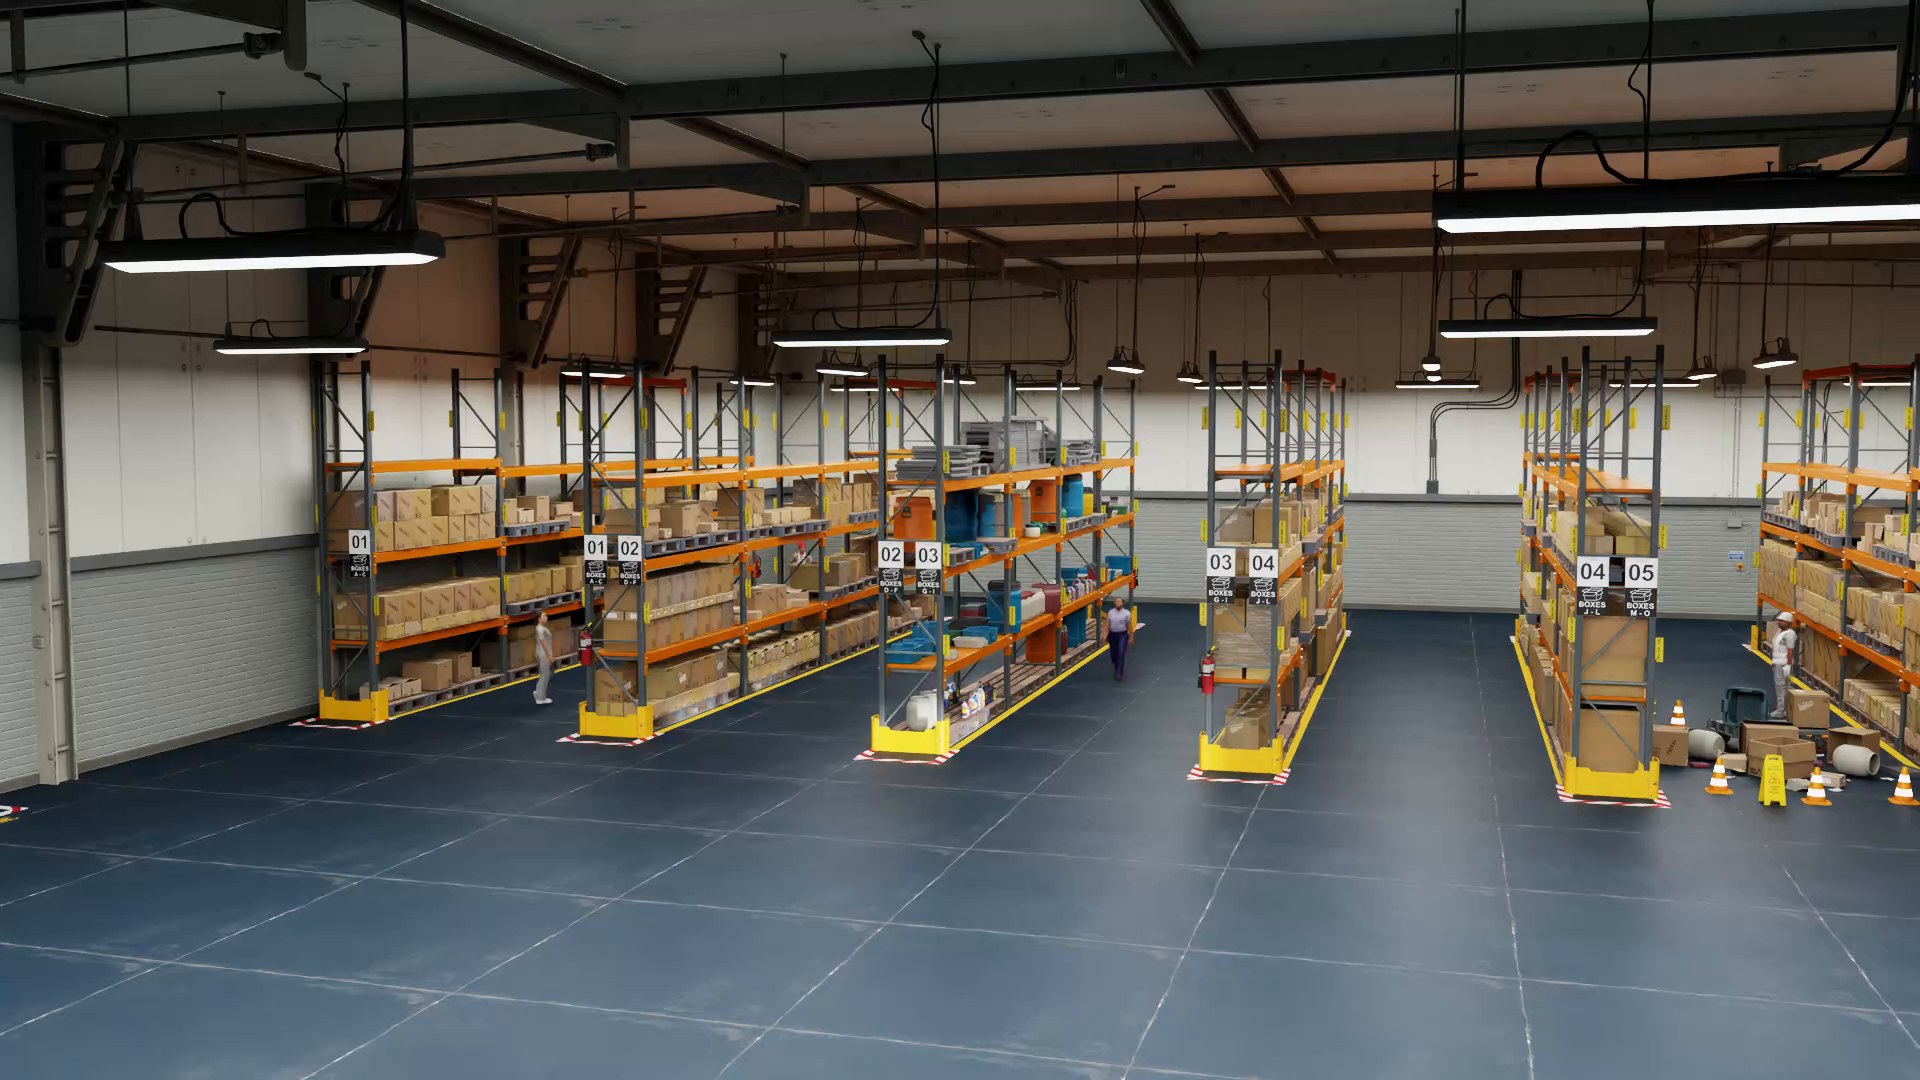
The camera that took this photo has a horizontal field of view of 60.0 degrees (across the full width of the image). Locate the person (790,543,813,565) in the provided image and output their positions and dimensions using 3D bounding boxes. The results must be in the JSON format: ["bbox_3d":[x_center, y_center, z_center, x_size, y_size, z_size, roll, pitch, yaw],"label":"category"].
[{"bbox_3d":[-4.275,0.934,44.841,0.653,1.736,0.529,0,4,0],"label":"person"}]

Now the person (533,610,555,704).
[{"bbox_3d":[-7.307,2.063,29.371,0.444,1.677,0.475,-4,5,-41],"label":"person"}]

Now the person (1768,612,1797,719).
[{"bbox_3d":[13.911,2.109,28.113,0.453,1.791,0.593,3,5,36],"label":"person"}]

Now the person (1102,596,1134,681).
[{"bbox_3d":[3.090,1.899,32.305,0.583,1.587,0.940,1,4,20],"label":"person"}]
